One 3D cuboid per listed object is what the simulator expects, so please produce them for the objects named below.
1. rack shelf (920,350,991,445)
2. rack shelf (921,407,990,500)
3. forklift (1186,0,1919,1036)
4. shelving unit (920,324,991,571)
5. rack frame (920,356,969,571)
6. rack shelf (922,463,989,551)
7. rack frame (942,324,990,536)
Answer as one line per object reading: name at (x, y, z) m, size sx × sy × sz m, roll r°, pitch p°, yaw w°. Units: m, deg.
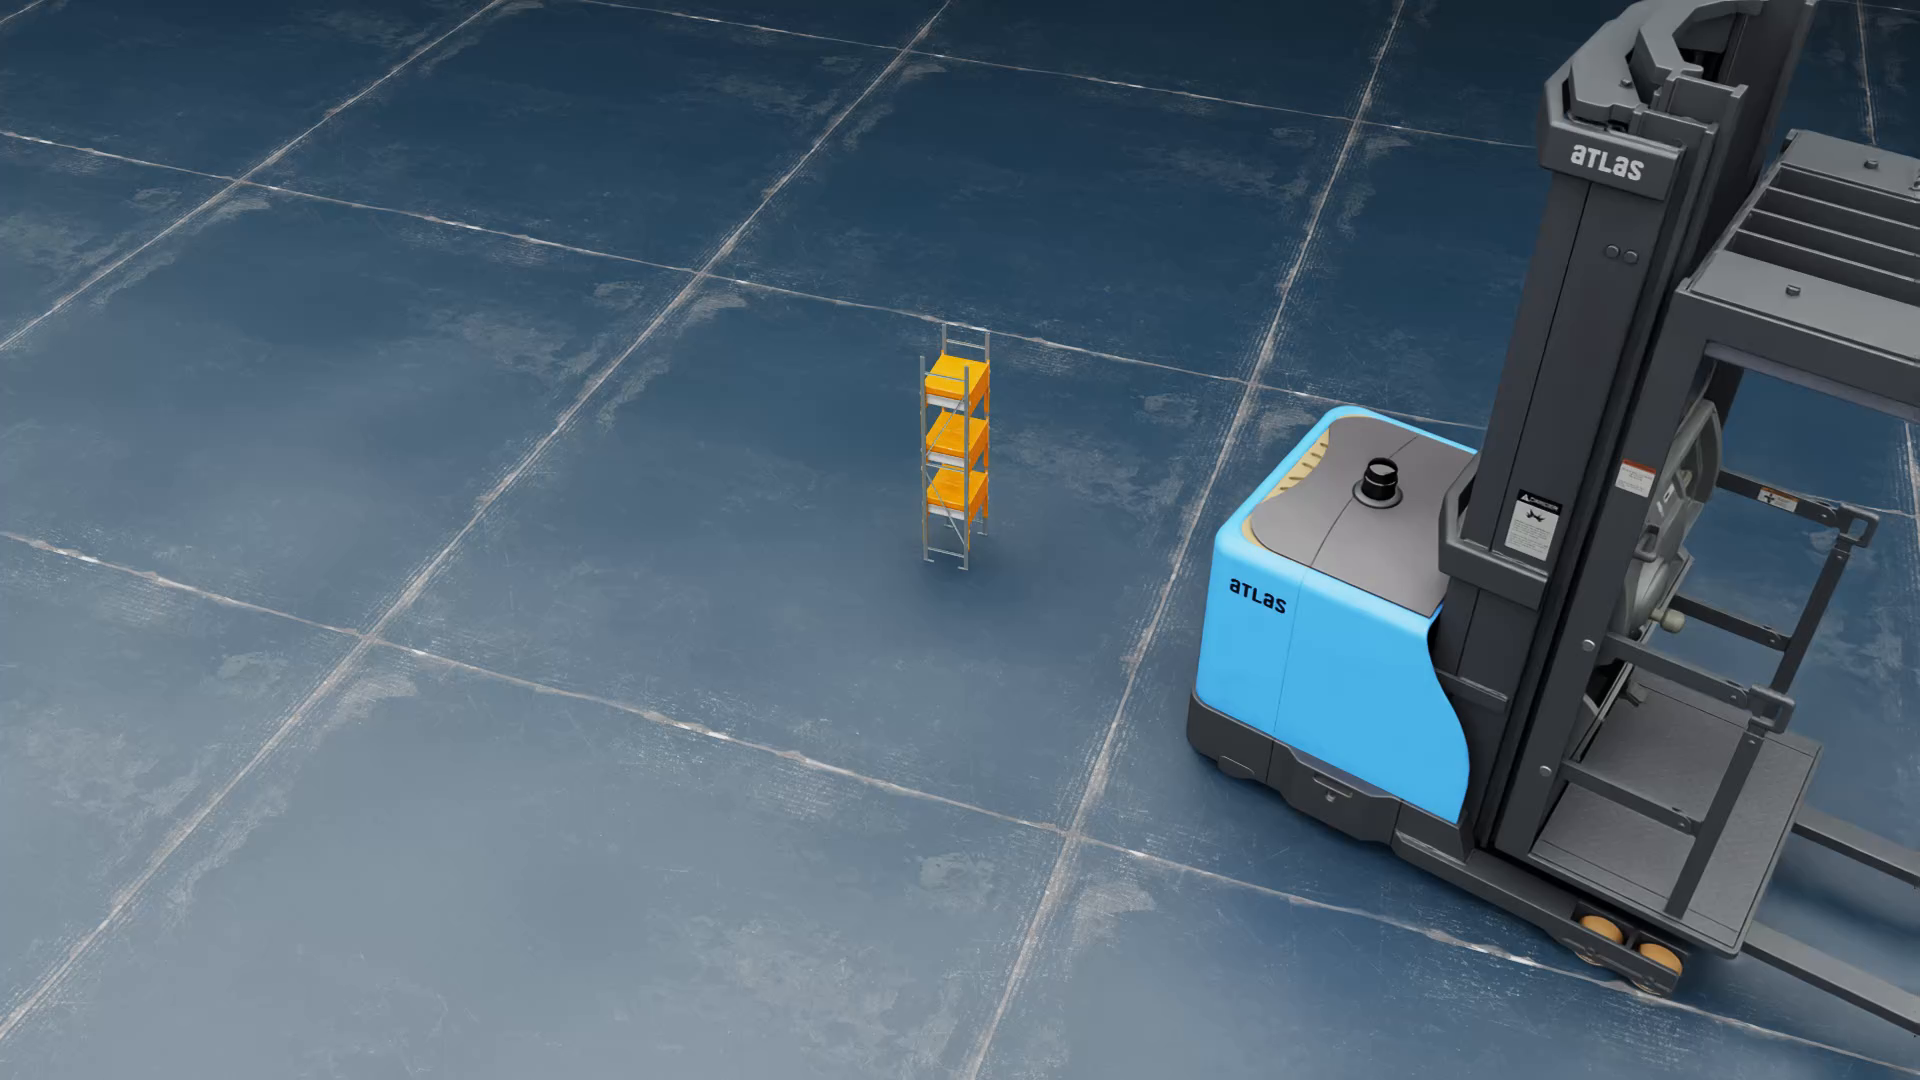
rack shelf at (-0.018, -0.575, 6.694) m, size 0.215 × 0.259 × 0.240 m, roll 13°, pitch 42°, yaw 15°
rack shelf at (-0.018, -0.359, 6.878) m, size 0.215 × 0.259 × 0.240 m, roll 13°, pitch 42°, yaw 15°
forklift at (2.348, -0.013, 5.007) m, size 3.031 × 2.935 × 1.130 m, roll 25°, pitch 46°, yaw 26°
shelving unit at (-0.018, -0.367, 6.871) m, size 0.215 × 1.050 × 0.252 m, roll 13°, pitch 42°, yaw 15°
rack frame at (-0.060, -0.292, 6.784) m, size 0.200 × 1.050 × 0.008 m, roll 13°, pitch 42°, yaw 15°
rack shelf at (-0.018, -0.147, 7.058) m, size 0.215 × 0.259 × 0.240 m, roll 13°, pitch 42°, yaw 15°
rack frame at (0.023, -0.441, 6.958) m, size 0.200 × 1.050 × 0.008 m, roll 13°, pitch 42°, yaw 15°
